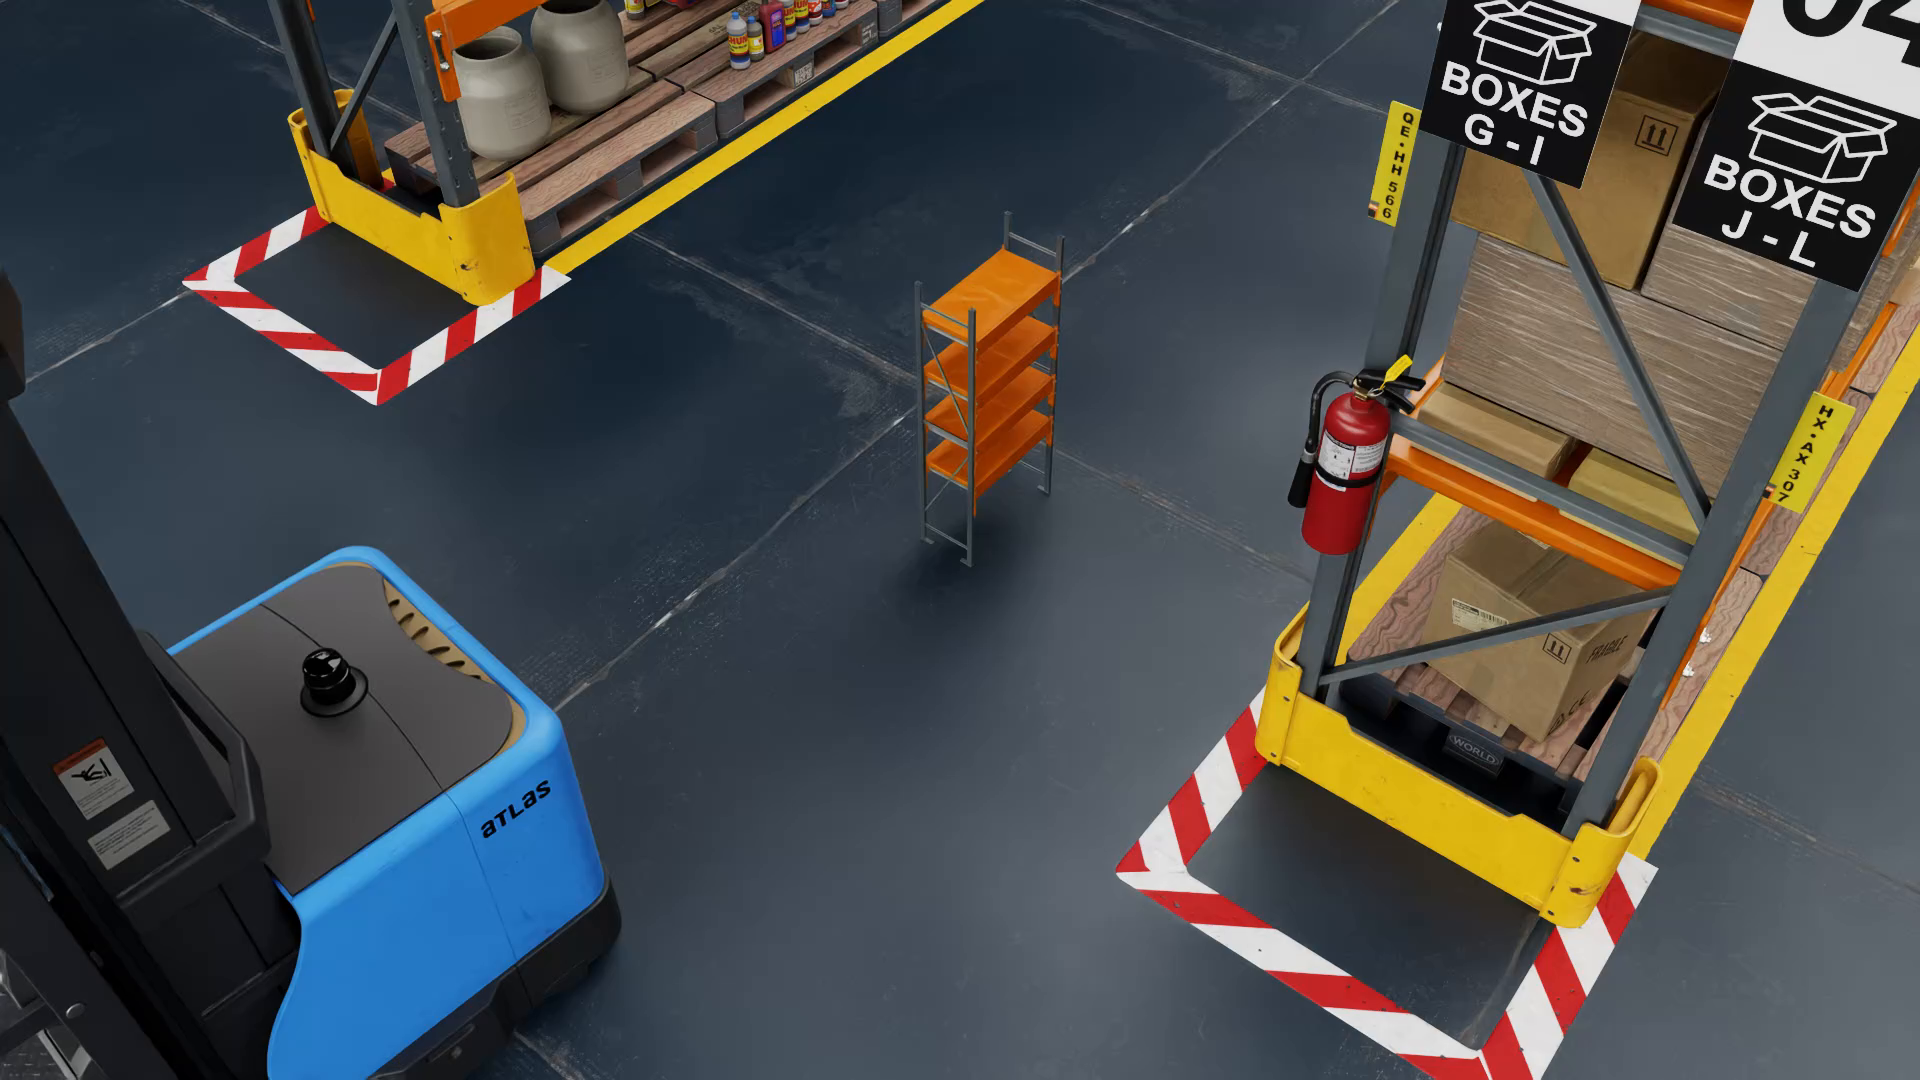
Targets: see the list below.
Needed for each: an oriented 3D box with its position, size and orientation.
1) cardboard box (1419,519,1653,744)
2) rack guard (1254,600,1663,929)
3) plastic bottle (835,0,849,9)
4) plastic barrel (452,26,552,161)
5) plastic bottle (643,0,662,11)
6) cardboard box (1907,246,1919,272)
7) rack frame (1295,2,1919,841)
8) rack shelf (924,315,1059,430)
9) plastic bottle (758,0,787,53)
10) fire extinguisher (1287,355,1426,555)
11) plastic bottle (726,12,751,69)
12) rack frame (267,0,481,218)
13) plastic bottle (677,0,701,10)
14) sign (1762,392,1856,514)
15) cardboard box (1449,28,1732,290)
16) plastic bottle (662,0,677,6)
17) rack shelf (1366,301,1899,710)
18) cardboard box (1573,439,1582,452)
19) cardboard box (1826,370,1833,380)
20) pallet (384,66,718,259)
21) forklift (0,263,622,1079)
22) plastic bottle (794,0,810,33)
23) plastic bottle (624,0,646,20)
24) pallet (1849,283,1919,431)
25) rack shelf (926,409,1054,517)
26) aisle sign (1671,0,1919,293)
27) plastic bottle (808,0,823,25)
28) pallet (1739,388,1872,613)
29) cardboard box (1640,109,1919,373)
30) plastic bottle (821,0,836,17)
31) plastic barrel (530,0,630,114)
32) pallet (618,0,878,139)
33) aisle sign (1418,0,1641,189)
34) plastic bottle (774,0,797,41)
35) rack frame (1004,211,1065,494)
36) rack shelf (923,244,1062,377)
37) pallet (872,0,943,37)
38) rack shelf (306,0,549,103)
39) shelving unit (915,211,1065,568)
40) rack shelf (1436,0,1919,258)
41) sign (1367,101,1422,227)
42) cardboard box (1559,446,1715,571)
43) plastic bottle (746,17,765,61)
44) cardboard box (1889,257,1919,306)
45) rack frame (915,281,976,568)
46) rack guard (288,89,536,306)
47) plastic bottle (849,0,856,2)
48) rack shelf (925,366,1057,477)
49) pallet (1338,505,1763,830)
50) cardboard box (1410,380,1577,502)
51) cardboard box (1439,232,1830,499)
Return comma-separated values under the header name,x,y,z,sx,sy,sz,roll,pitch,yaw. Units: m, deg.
name,x,y,z,sx,sy,sz,roll,pitch,yaw
cardboard box,1.880,0.233,5.392,0.500,0.500,0.500,-33,54,-27
rack guard,1.532,0.684,5.251,1.175,0.500,0.348,29,53,25
plastic bottle,-0.622,-2.838,8.518,0.097,0.201,0.097,0,46,0
plastic barrel,-2.092,-2.022,7.537,0.421,0.512,0.421,0,46,0
plastic bottle,-1.601,-2.859,8.481,0.061,0.283,0.133,30,53,26
cardboard box,2.348,-1.096,4.256,0.500,0.500,0.500,29,53,25
rack frame,1.485,-0.136,4.305,1.000,3.000,0.127,29,53,25
rack shelf,0.101,-0.617,5.794,0.258,0.148,0.480,29,53,25
plastic bottle,-0.926,-2.560,8.196,0.061,0.283,0.133,30,53,26
fire extinguisher,1.050,-0.247,4.465,0.296,0.674,0.183,29,53,25
plastic bottle,-1.079,-2.435,8.084,0.097,0.271,0.097,0,46,0
rack frame,-2.434,-2.326,6.397,1.000,3.000,0.127,29,53,25
plastic bottle,-1.398,-2.869,8.491,0.061,0.283,0.133,29,53,25
sign,1.915,-0.195,3.763,0.100,0.325,0.005,29,53,25
cardboard box,1.626,-1.043,4.205,0.500,0.500,0.500,29,53,25
plastic bottle,-1.483,-2.914,8.538,0.152,0.276,0.135,30,53,25
rack shelf,2.708,-1.032,5.659,1.077,0.370,4.000,29,53,25
cardboard box,1.649,-0.446,4.776,0.380,0.149,0.250,29,53,25
cardboard box,2.476,-0.670,4.989,0.380,0.149,0.250,29,53,25
pallet,-1.924,-1.889,7.909,1.003,0.211,1.213,29,53,25
forklift,-2.413,0.725,3.531,1.130,2.935,3.031,35,56,29
plastic bottle,-0.808,-2.688,8.326,0.097,0.271,0.097,0,46,0
plastic bottle,-1.658,-2.756,8.439,0.097,0.201,0.097,0,46,0
pallet,3.548,-1.062,7.118,1.003,0.211,1.213,29,53,25
rack shelf,0.101,-0.326,6.099,0.258,0.148,0.480,29,53,25
aisle sign,1.685,-0.866,3.205,0.394,0.787,0.004,29,53,25
plastic bottle,-0.748,-2.721,8.406,0.097,0.201,0.097,0,46,0
pallet,2.803,-0.360,6.448,1.003,0.211,1.213,29,53,25
cardboard box,2.037,-0.813,3.986,0.500,0.500,0.500,29,53,25
plastic bottle,-0.685,-2.804,8.437,0.097,0.271,0.097,0,46,0
plastic barrel,-1.786,-2.308,7.811,0.421,0.512,0.421,0,46,0
pallet,-1.178,-2.584,8.573,1.003,0.211,1.213,29,53,25
aisle sign,1.210,-1.131,3.458,0.394,0.787,0.004,29,53,25
plastic bottle,-0.870,-2.631,8.271,0.097,0.271,0.097,0,46,0
rack frame,0.250,-0.649,6.040,0.240,1.200,0.015,29,53,25
rack shelf,0.101,-0.781,5.622,0.258,0.148,0.480,29,53,25
pallet,-0.432,-3.285,9.242,1.003,0.211,1.213,29,53,25
rack shelf,-1.211,-3.222,7.750,1.077,0.370,4.000,29,53,25
shelving unit,0.101,-0.509,5.907,0.258,1.200,0.503,29,53,25
rack shelf,2.708,-2.068,4.574,1.077,0.370,4.000,29,53,25
sign,1.058,-0.902,4.018,0.100,0.325,0.005,29,53,25
cardboard box,1.848,-0.107,4.451,0.380,0.149,0.250,29,53,25
plastic bottle,-1.016,-2.470,8.166,0.097,0.201,0.097,0,46,0
cardboard box,2.842,-0.922,5.230,0.380,0.149,0.250,29,53,25
rack frame,-0.048,-0.370,5.773,0.240,1.200,0.015,29,53,25
rack guard,-2.425,-1.526,7.362,1.175,0.500,0.348,29,53,25
plastic bottle,-0.572,-2.944,8.567,0.152,0.276,0.135,30,53,26
rack shelf,0.101,-0.463,5.955,0.258,0.148,0.480,29,53,25
pallet,2.056,0.335,5.784,1.003,0.211,1.213,29,53,25
cardboard box,1.496,-0.303,4.639,0.380,0.149,0.250,29,53,25
cardboard box,1.843,-0.576,4.451,0.875,0.500,0.500,29,53,25
